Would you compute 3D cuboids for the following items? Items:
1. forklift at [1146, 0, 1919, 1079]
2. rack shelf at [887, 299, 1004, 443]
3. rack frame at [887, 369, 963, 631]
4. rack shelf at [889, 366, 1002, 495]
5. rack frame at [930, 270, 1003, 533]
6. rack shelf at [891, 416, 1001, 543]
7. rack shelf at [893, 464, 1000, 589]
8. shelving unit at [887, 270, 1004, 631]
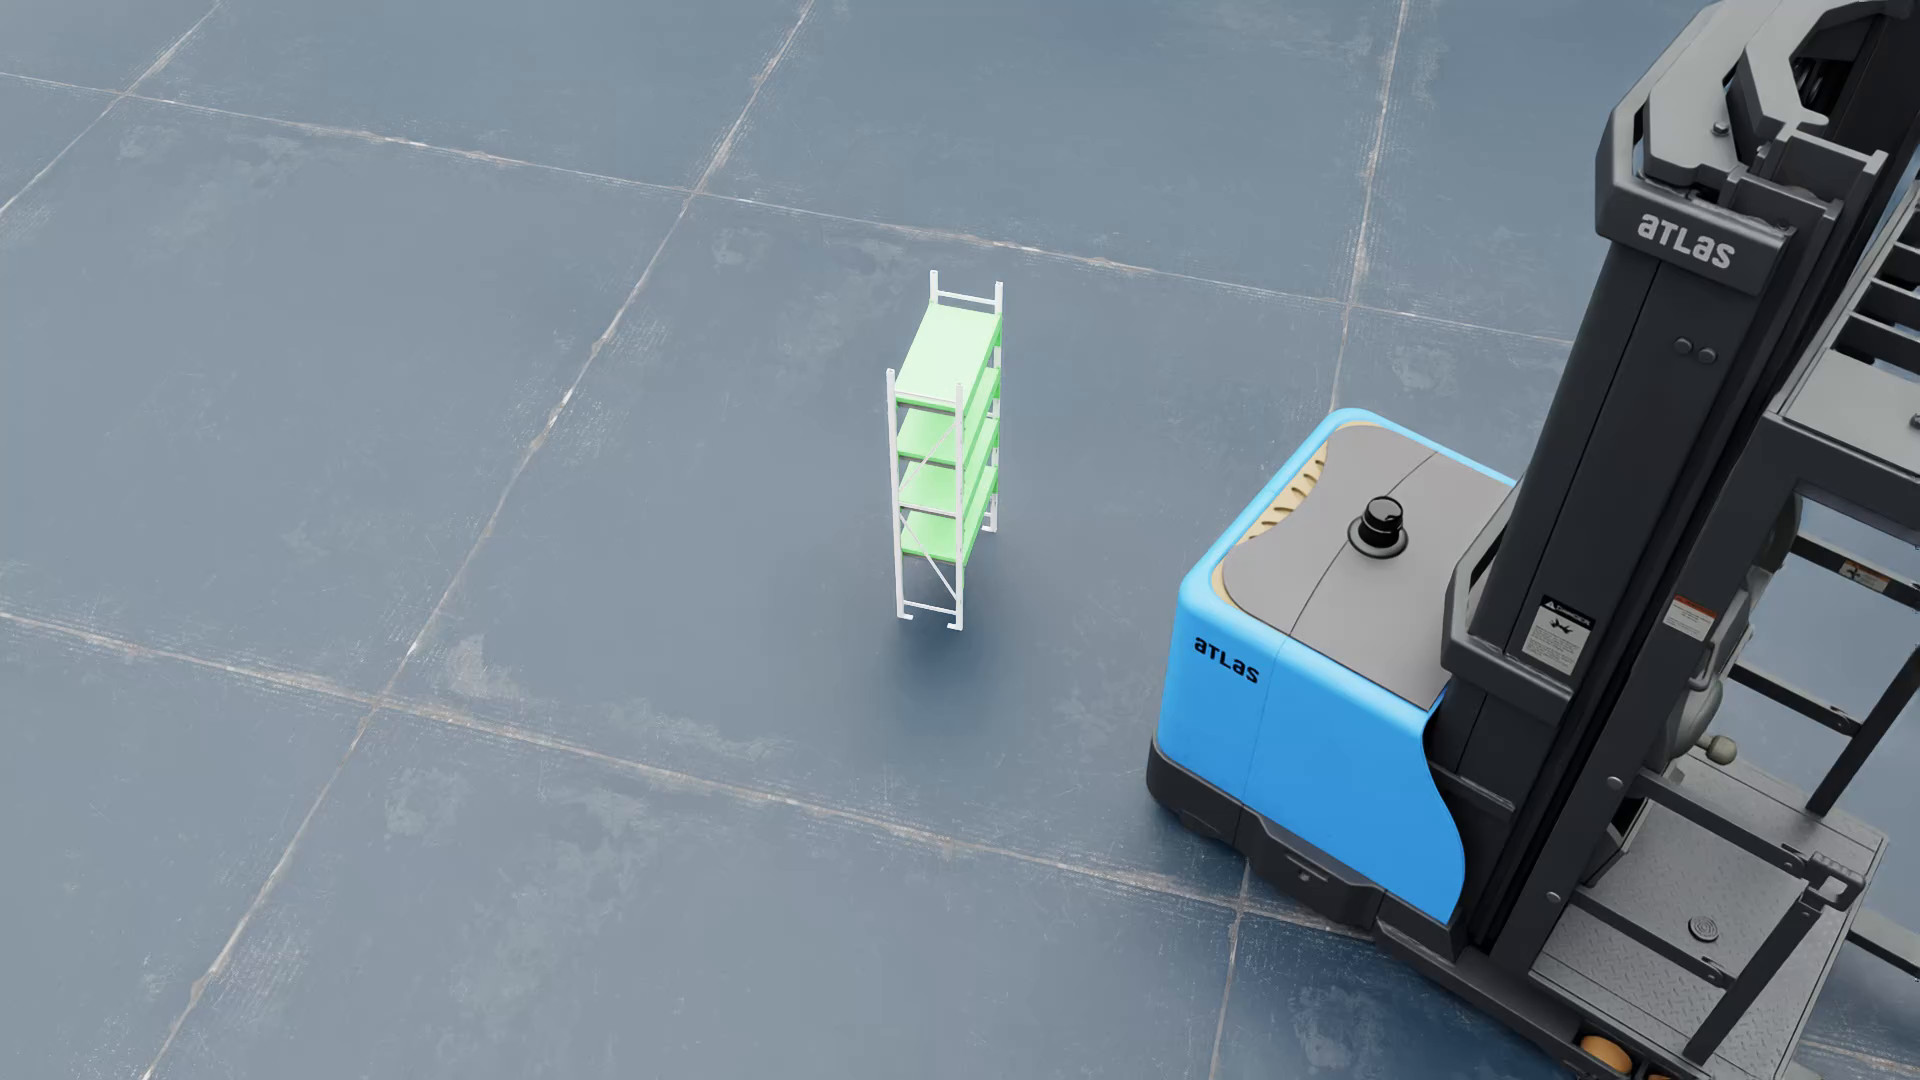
[{"bbox_3d":[2.088,0.260,4.065,3.031,2.935,1.130,30,55,24],"label":"forklift"},{"bbox_3d":[-0.044,-0.553,5.383,0.258,0.148,0.480,12,50,10],"label":"rack shelf"},{"bbox_3d":[-0.108,-0.101,5.539,0.240,1.200,0.015,12,50,10],"label":"rack frame"},{"bbox_3d":[-0.044,-0.394,5.562,0.258,0.148,0.480,12,50,10],"label":"rack shelf"},{"bbox_3d":[0.021,-0.454,5.850,0.240,1.200,0.015,12,50,10],"label":"rack frame"},{"bbox_3d":[-0.044,-0.235,5.742,0.258,0.148,0.480,12,50,10],"label":"rack shelf"},{"bbox_3d":[-0.044,-0.076,5.922,0.258,0.148,0.480,12,50,10],"label":"rack shelf"},{"bbox_3d":[-0.044,-0.277,5.694,0.258,1.200,0.503,12,50,10],"label":"shelving unit"}]
